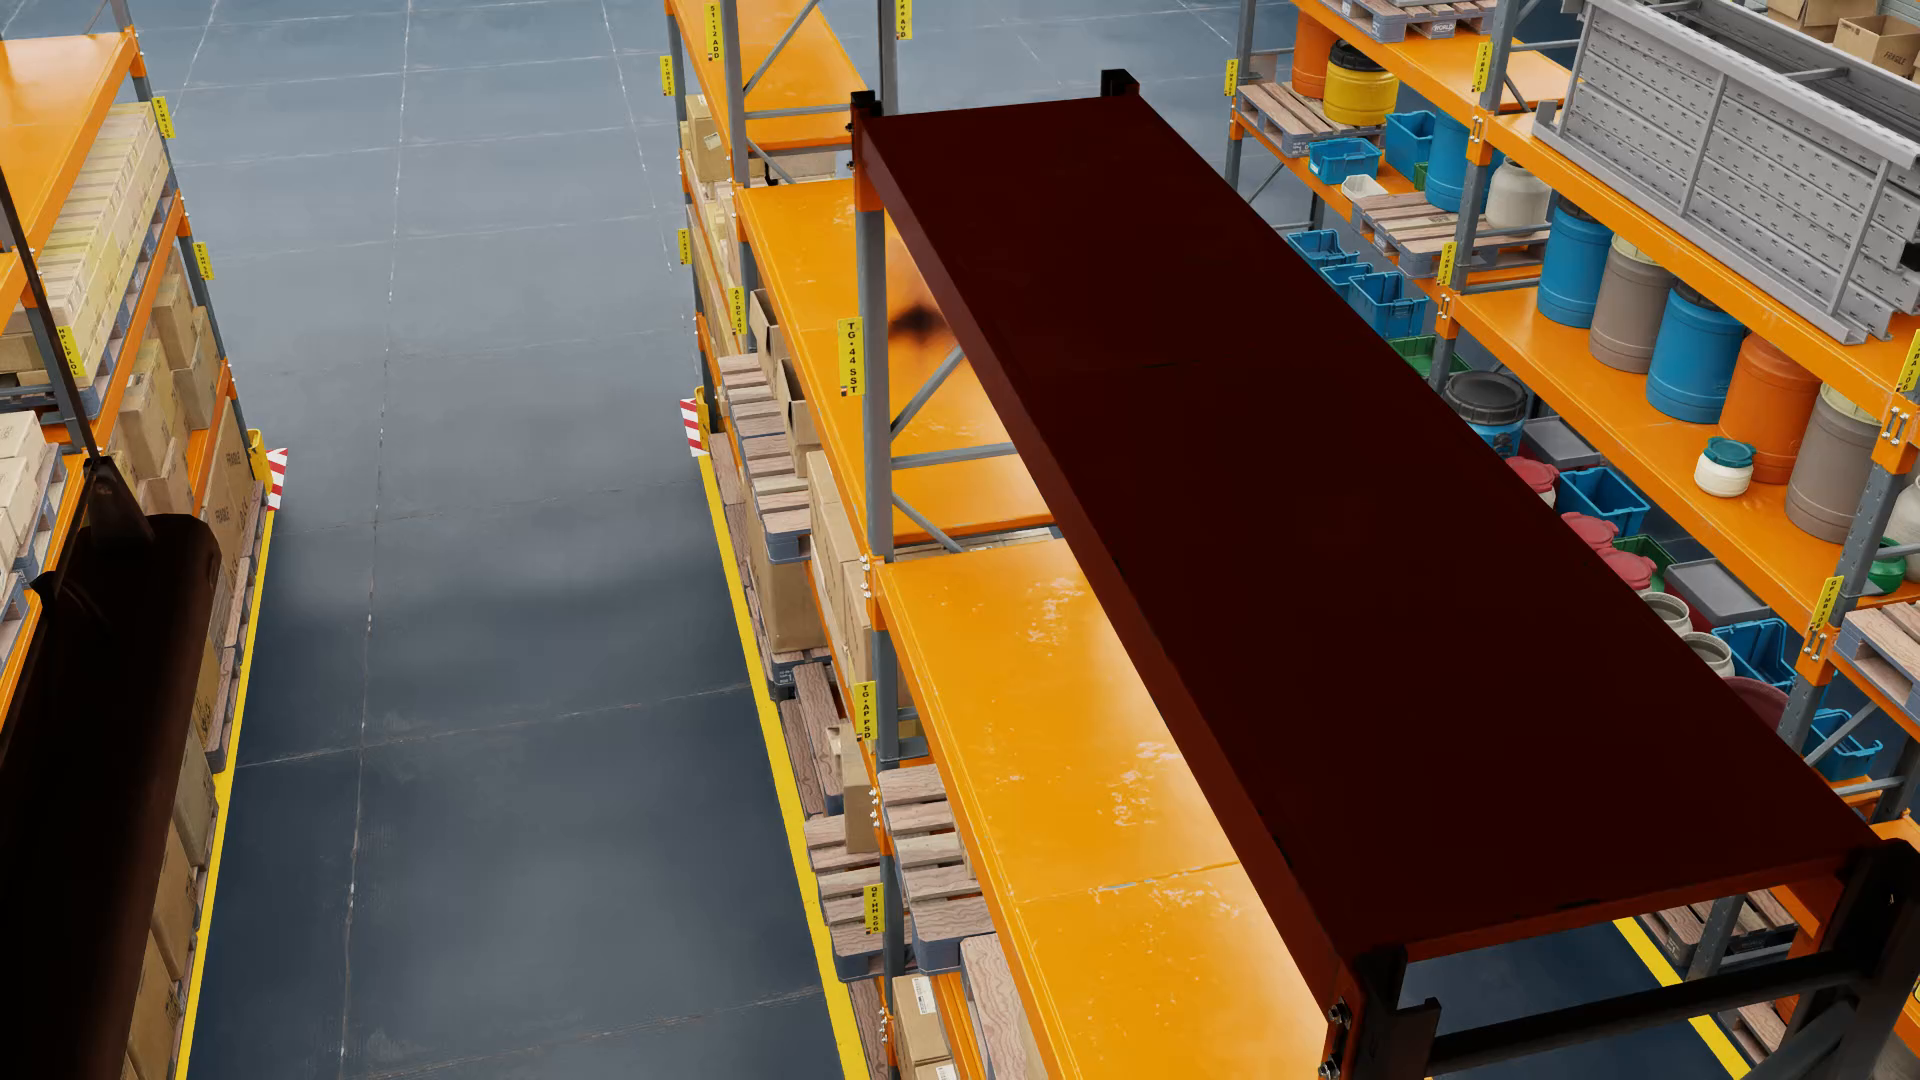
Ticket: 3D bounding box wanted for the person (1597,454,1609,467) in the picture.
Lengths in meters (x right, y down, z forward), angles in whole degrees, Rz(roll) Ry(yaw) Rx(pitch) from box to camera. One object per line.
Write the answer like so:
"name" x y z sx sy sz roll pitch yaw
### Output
"person" 5.527 -1.345 14.529 0.656 1.744 0.851 -13 36 -18
